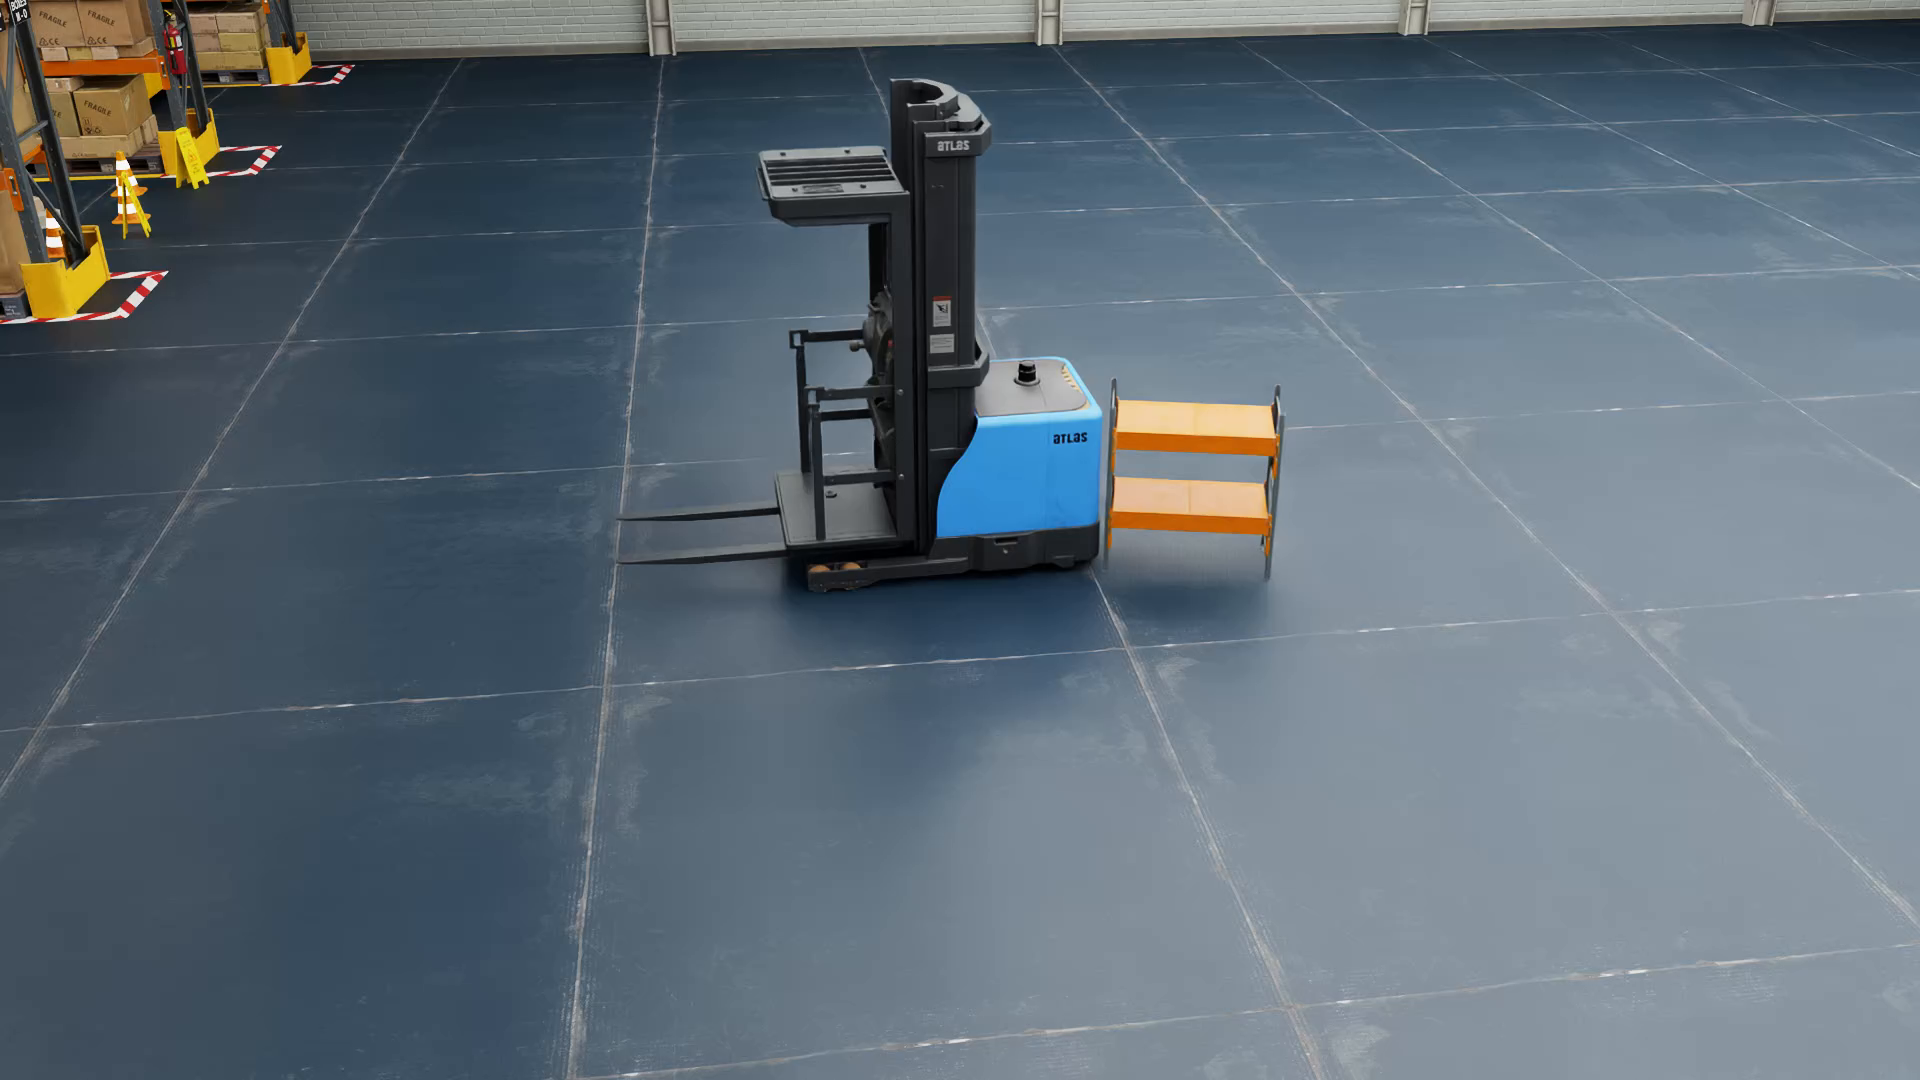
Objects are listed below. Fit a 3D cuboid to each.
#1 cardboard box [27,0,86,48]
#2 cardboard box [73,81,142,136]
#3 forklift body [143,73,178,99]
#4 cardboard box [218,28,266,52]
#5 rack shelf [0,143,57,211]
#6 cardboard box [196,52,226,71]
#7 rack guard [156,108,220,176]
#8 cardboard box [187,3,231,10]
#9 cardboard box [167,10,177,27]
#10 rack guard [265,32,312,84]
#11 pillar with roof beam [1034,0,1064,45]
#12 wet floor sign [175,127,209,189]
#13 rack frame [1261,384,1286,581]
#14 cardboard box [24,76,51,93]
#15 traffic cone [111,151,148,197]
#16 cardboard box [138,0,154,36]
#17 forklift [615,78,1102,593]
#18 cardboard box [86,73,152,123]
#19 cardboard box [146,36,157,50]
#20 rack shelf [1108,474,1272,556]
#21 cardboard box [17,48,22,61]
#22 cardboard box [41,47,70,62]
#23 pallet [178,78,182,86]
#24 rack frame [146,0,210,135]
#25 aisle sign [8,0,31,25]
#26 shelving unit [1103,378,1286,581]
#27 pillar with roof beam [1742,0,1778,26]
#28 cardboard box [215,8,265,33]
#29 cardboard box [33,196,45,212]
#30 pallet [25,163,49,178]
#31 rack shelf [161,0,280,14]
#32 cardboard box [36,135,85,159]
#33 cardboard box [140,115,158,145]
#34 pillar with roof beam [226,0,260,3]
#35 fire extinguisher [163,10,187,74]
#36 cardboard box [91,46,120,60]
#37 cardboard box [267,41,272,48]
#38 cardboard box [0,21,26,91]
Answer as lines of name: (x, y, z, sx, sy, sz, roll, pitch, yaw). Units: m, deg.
cardboard box: (-9.975, -5.789, 18.514, 0.500, 0.500, 0.500, -4, 27, -7)
cardboard box: (-9.737, -4.930, 19.005, 0.500, 0.500, 0.500, -4, 27, -7)
forklift body: (-11.299, -6.722, 21.697, 1.214, 2.155, 2.313, -4, 27, -7)
cardboard box: (-10.114, -7.059, 23.428, 0.500, 0.250, 0.500, -4, 27, -8)
rack shelf: (-10.171, -3.123, 14.541, 4.000, 0.370, 1.077, -4, 27, -7)
cardboard box: (-10.590, -6.808, 23.488, 0.500, 0.250, 0.500, -4, 27, -7)
rack guard: (-9.055, -4.684, 19.534, 0.348, 0.500, 1.175, -4, 27, -7)
cardboard box: (-10.672, -7.475, 23.691, 0.500, 0.250, 0.500, -4, 27, -7)
cardboard box: (-11.091, -7.211, 23.178, 0.500, 0.250, 0.500, -3, 27, -6)
rack guard: (-9.651, -6.934, 23.919, 0.348, 0.500, 1.175, -4, 27, -7)
pillar with roof beam: (1.993, -9.894, 20.379, 0.400, 9.000, 9.100, -4, 27, -7)
wet floor sign: (-8.643, -4.282, 18.591, 0.232, 0.644, 0.267, 6, 28, 11)
rack frame: (1.959, -0.359, 10.421, 0.032, 1.125, 0.500, 3, 27, 5)
cardboard box: (-10.340, -5.150, 18.724, 0.250, 0.149, 0.380, -3, 27, -6)
traffic cone: (-9.226, -4.062, 18.362, 0.334, 0.463, 0.336, -4, 27, -7)
cardboard box: (-9.488, -6.073, 19.068, 0.500, 0.500, 0.500, -4, 27, -8)
forklift: (-0.678, -1.236, 10.152, 3.031, 2.935, 1.130, -5, 28, -9)
cardboard box: (-9.841, -5.170, 19.474, 0.500, 0.500, 0.500, -5, 28, -9)
cardboard box: (-9.345, -5.762, 19.171, 0.250, 0.149, 0.380, -4, 27, -7)
rack shelf: (1.454, -0.166, 10.580, 1.000, 0.278, 0.538, 3, 27, 5)
cardboard box: (-10.577, -5.456, 18.575, 0.250, 0.149, 0.380, -4, 27, -8)
cardboard box: (-10.063, -5.466, 18.595, 0.250, 0.149, 0.380, -3, 27, -6)
pallet: (-11.632, -6.661, 23.702, 1.213, 0.211, 1.003, -4, 27, -7)
rack frame: (-8.980, -5.801, 18.973, 0.127, 3.000, 1.000, -4, 27, -7)
aisle sign: (-8.162, -4.867, 14.304, 0.004, 0.787, 0.394, -4, 27, -7)
shelving unit: (1.454, -0.384, 10.469, 1.048, 1.125, 0.538, 3, 27, 5)
pillar with roof beam: (13.876, -10.658, 21.866, 0.400, 9.000, 9.100, -4, 27, -7)
cardboard box: (-10.088, -7.283, 23.318, 0.500, 0.250, 0.500, -3, 27, -5)
cardboard box: (-9.996, -3.536, 17.682, 0.250, 0.149, 0.380, 10, 29, 19)
pallet: (-11.070, -4.444, 19.382, 1.213, 0.211, 1.003, -4, 27, -7)
rack shelf: (-11.656, -7.598, 23.262, 4.000, 0.370, 1.077, -4, 27, -7)
cardboard box: (-10.257, -4.562, 19.110, 0.500, 0.250, 0.500, -4, 27, -7)
cardboard box: (-9.817, -4.839, 19.649, 0.500, 0.250, 0.500, -4, 27, -8)
pillar with roof beam: (-9.890, -9.131, 18.891, 0.400, 9.000, 9.100, -4, 27, -7)
fire extinguisher: (-8.802, -5.566, 18.599, 0.183, 0.674, 0.296, -4, 27, -7)
cardboard box: (-9.556, -5.503, 18.666, 0.250, 0.149, 0.380, -4, 27, -8)
cardboard box: (-10.189, -7.066, 23.989, 0.500, 0.250, 0.500, -4, 27, -7)
cardboard box: (-8.563, -4.111, 14.332, 0.550, 0.550, 0.875, -4, 27, -7)
